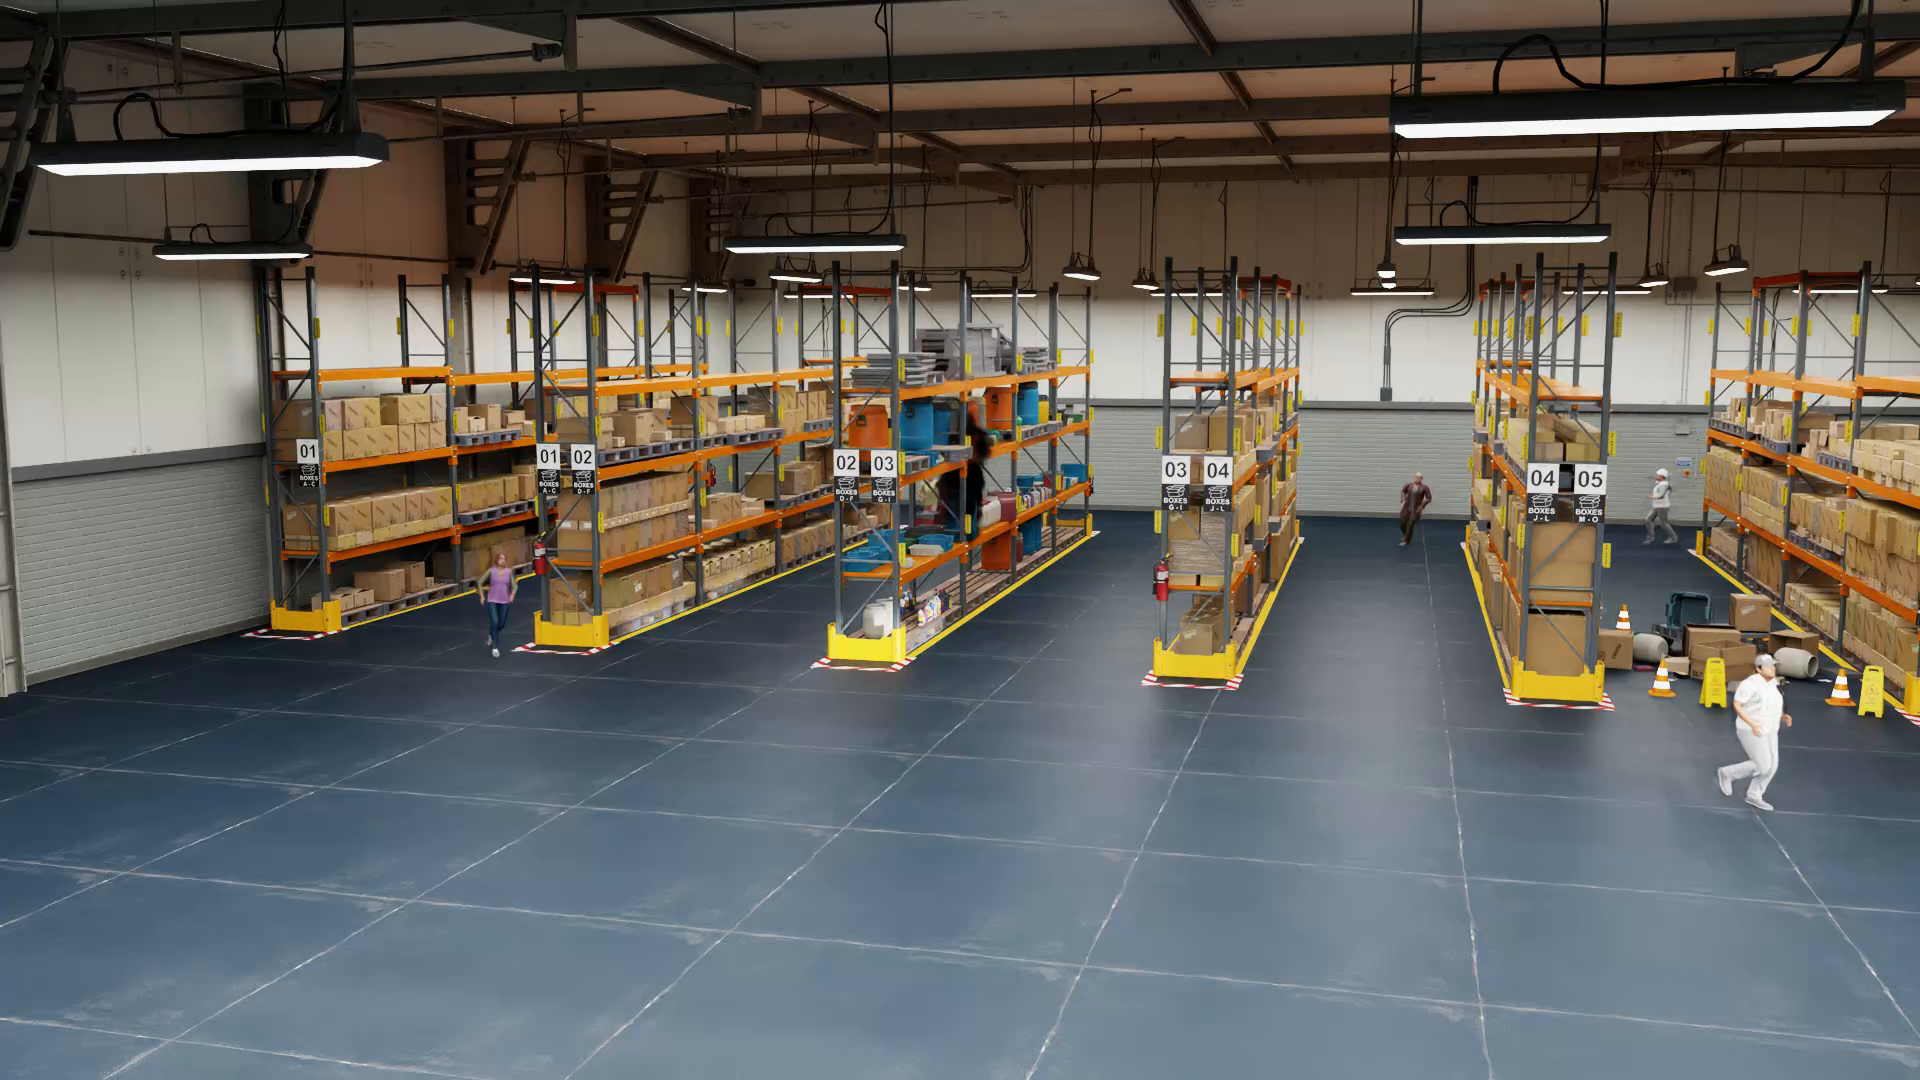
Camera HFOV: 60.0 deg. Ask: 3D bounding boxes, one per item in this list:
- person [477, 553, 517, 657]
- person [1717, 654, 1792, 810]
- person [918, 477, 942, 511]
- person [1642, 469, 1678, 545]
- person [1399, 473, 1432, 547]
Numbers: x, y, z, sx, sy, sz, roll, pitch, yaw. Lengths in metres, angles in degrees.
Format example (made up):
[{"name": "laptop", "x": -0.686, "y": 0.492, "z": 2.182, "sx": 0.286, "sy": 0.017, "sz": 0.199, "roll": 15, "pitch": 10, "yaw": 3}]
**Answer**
[{"name": "person", "x": -7.147, "y": 0.985, "z": 25.756, "sx": 0.590, "sy": 1.572, "sz": 0.642, "roll": -3, "pitch": 8, "yaw": -25}, {"name": "person", "x": 8.392, "y": 1.997, "z": 17.500, "sx": 0.600, "sy": 1.641, "sz": 0.596, "roll": -4, "pitch": 8, "yaw": -30}, {"name": "person", "x": -0.716, "y": -0.830, "z": 39.481, "sx": 0.561, "sy": 1.670, "sz": 0.956, "roll": 0, "pitch": 7, "yaw": 3}, {"name": "person", "x": 16.208, "y": -0.733, "z": 38.354, "sx": 0.741, "sy": 1.814, "sz": 0.647, "roll": 2, "pitch": 7, "yaw": 13}, {"name": "person", "x": 10.484, "y": -0.697, "z": 38.303, "sx": 0.764, "sy": 1.726, "sz": 0.606, "roll": 4, "pitch": 9, "yaw": 32}]
